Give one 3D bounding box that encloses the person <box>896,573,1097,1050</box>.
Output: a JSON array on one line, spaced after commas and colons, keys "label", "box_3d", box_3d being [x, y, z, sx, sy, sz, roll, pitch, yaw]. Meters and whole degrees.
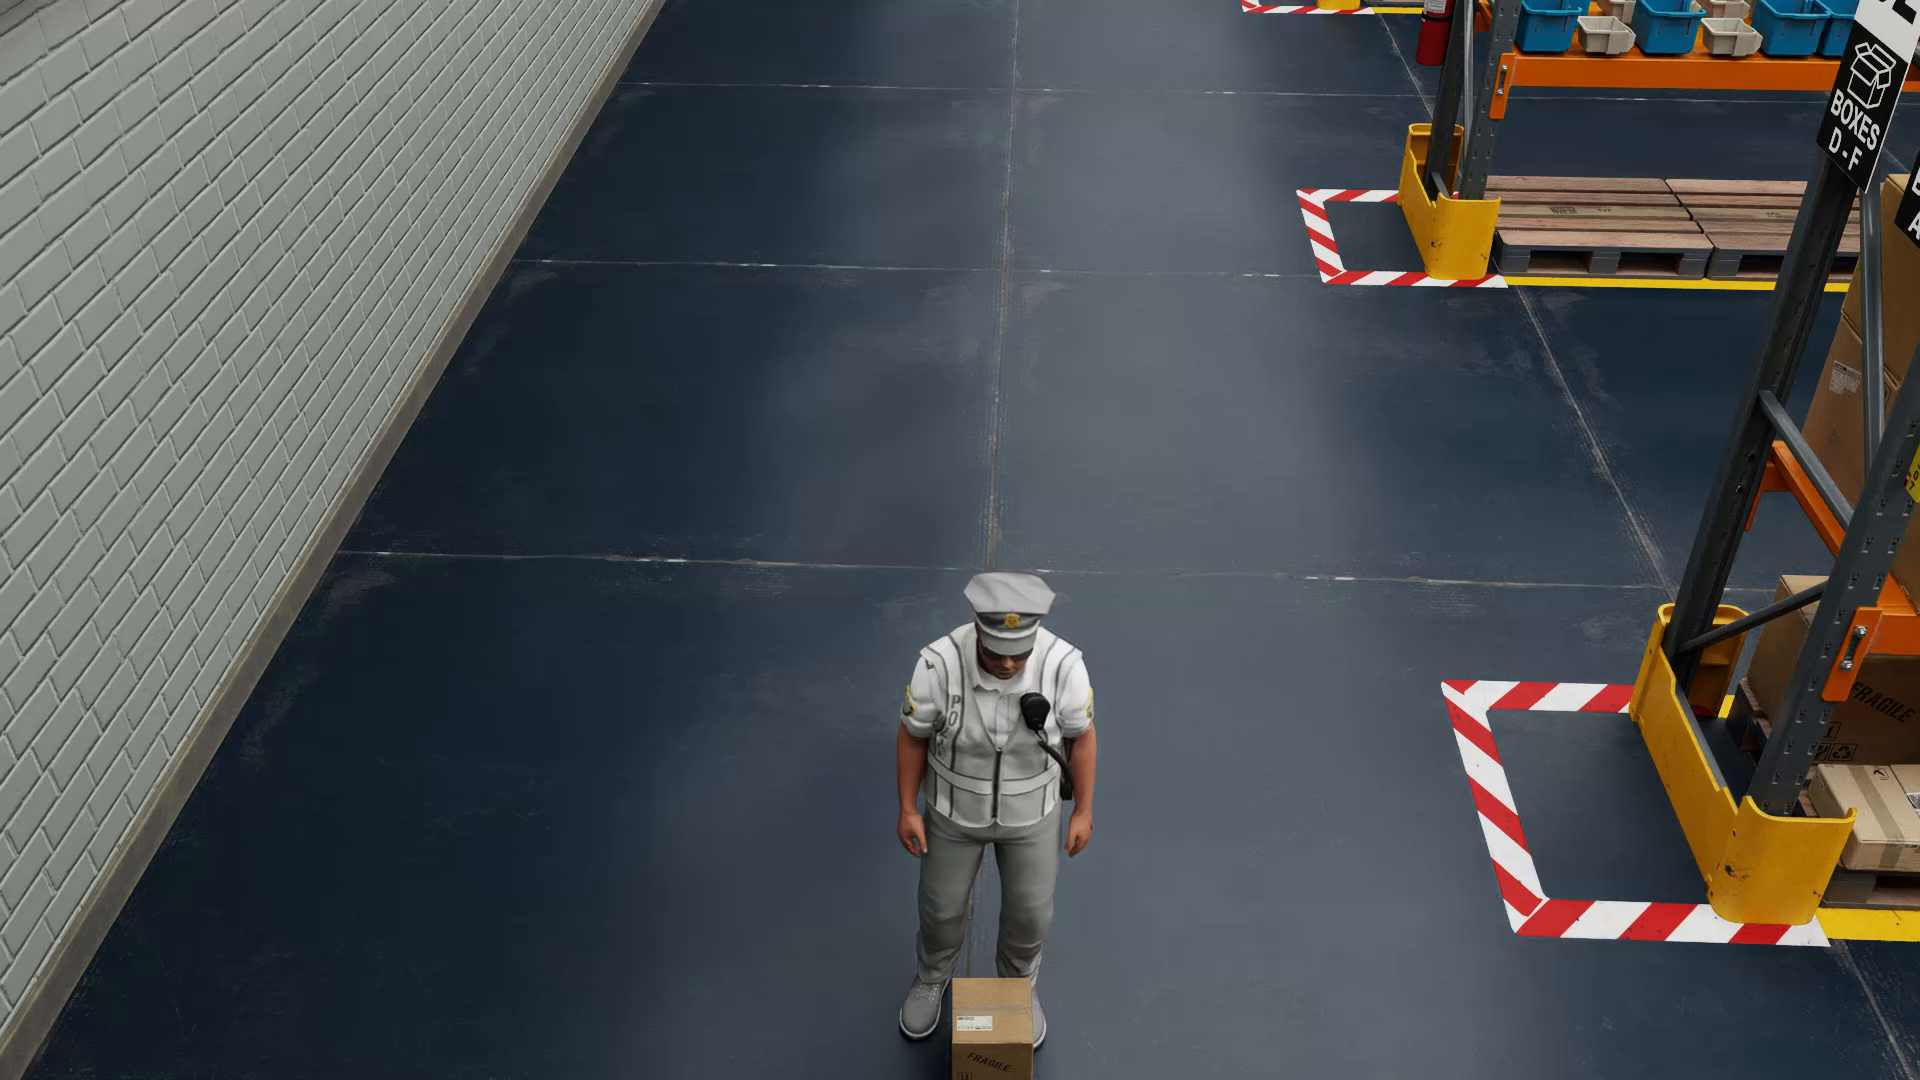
[{"label": "person", "box_3d": [0.104, 0.801, 5.013, 0.602, 1.749, 0.469, 0, 35, 0]}]
